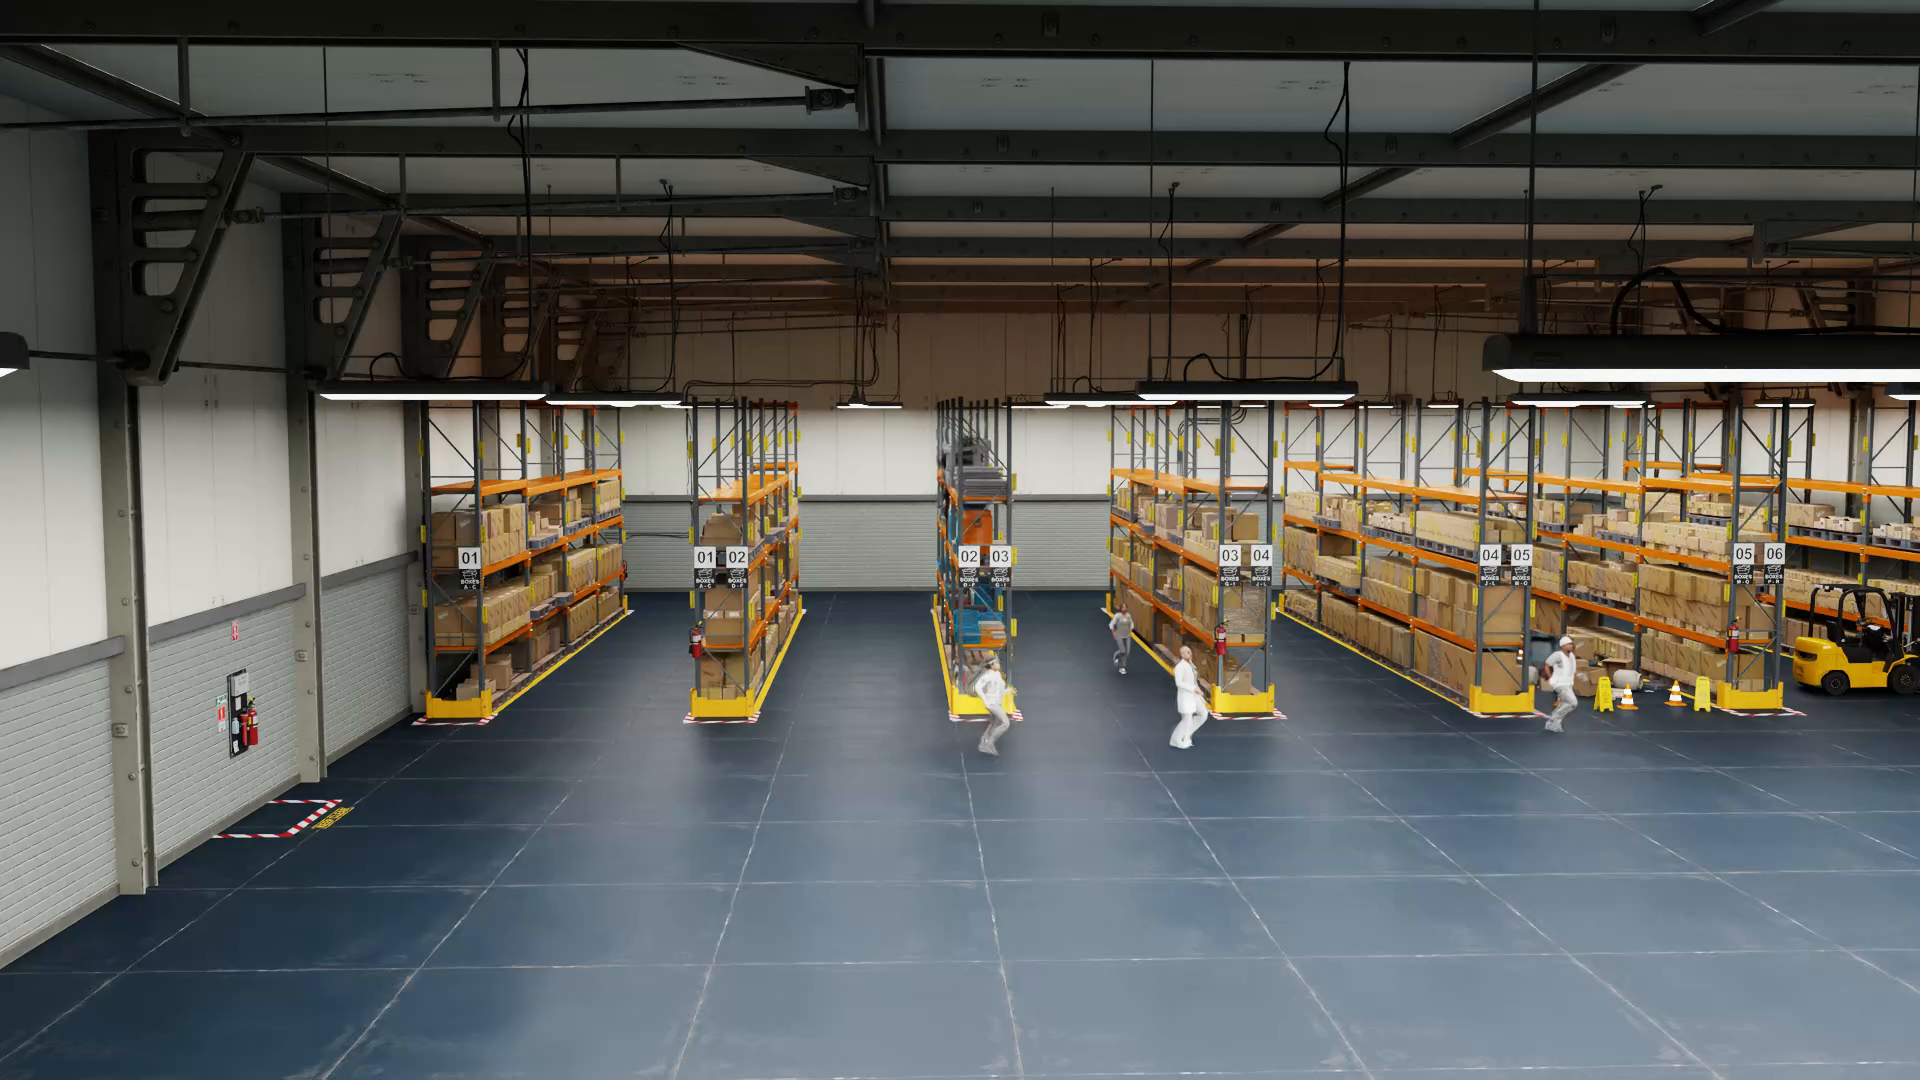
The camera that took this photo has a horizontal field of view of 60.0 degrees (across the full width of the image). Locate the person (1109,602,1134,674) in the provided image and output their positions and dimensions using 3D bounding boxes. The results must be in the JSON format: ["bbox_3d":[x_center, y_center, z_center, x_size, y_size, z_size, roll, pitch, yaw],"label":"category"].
[{"bbox_3d":[3.568,2.143,36.392,0.536,1.555,0.544,-1,5,-15],"label":"person"}]

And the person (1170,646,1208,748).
[{"bbox_3d":[3.889,2.667,28.271,0.661,1.735,0.722,3,5,32],"label":"person"}]

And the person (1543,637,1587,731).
[{"bbox_3d":[10.748,2.567,29.549,0.629,1.706,0.720,-4,6,-41],"label":"person"}]

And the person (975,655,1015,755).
[{"bbox_3d":[0.597,2.739,27.654,0.647,1.672,0.582,1,5,18],"label":"person"}]
